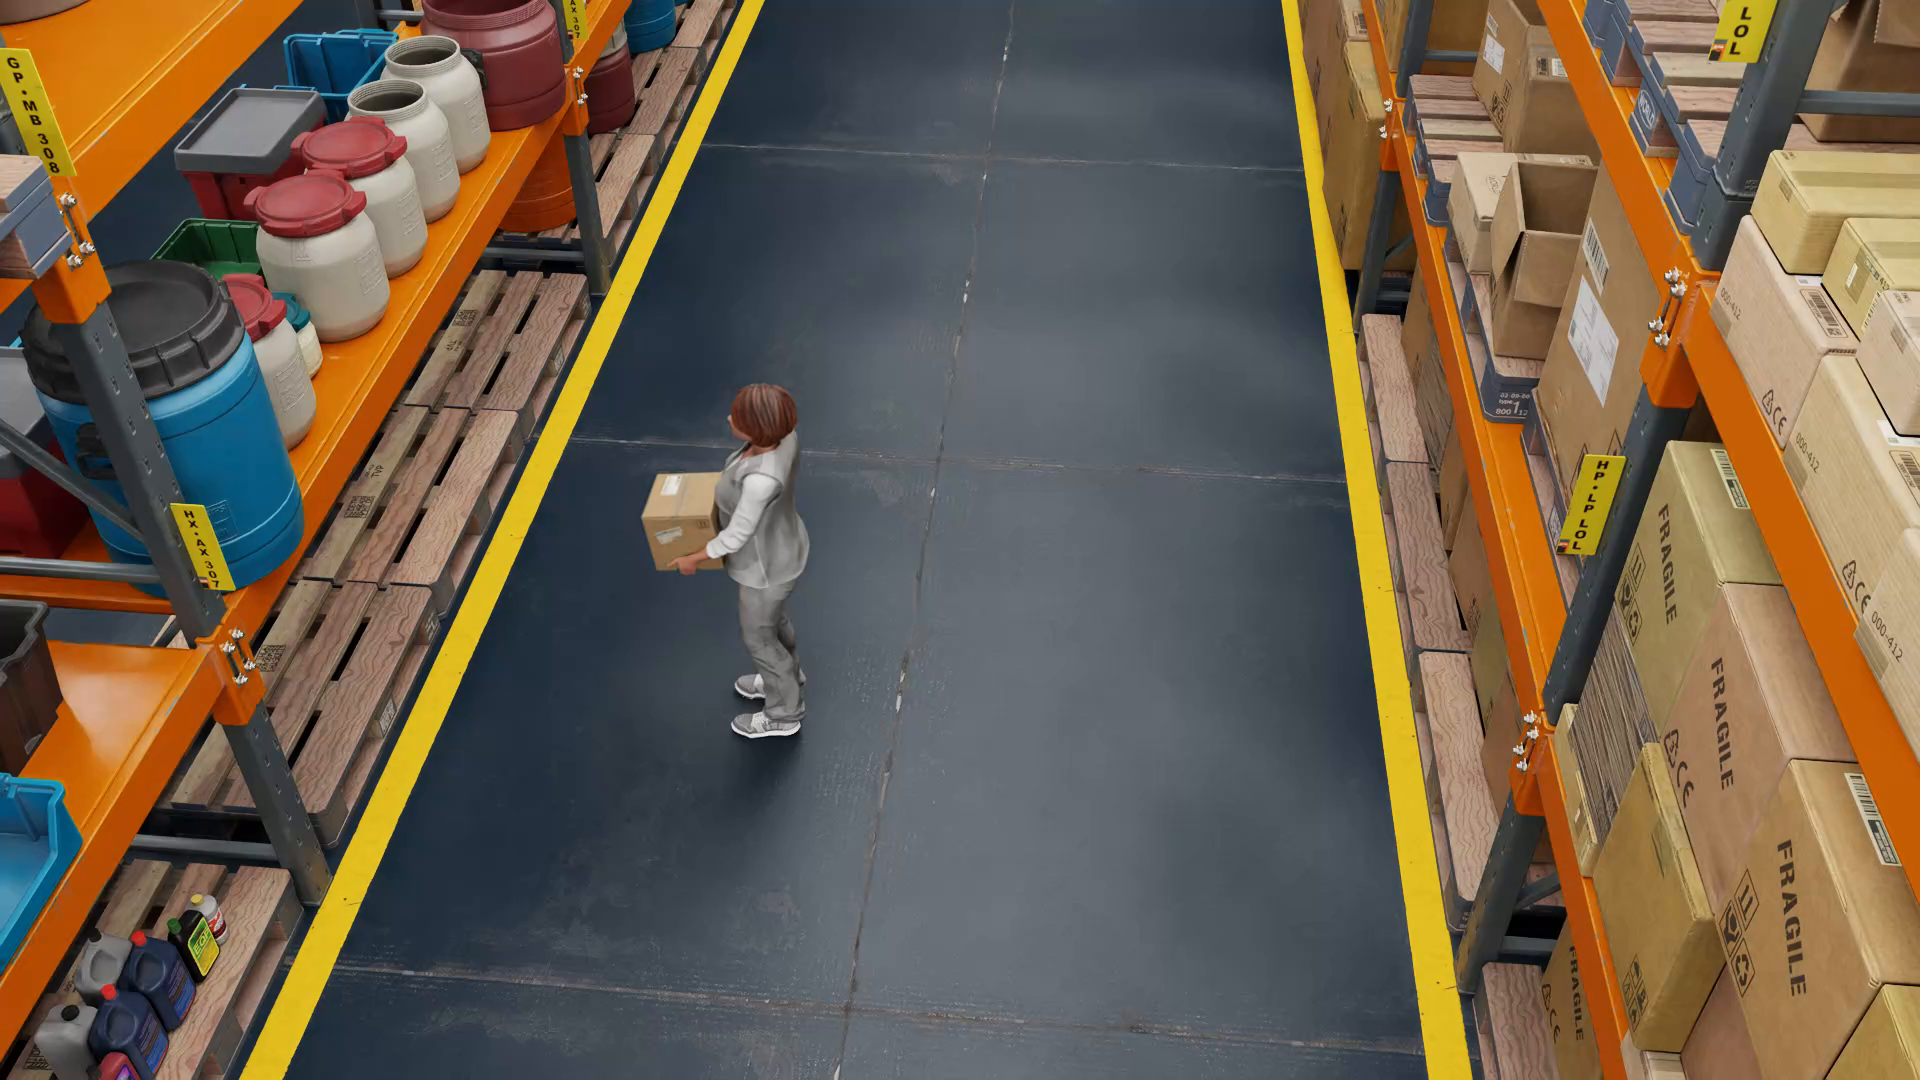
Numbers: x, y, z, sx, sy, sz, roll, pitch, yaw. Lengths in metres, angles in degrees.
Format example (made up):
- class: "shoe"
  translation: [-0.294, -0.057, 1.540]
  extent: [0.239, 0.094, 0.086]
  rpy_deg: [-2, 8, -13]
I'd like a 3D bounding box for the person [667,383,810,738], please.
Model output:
- class: "person"
  translation: [-0.794, 0.076, 6.076]
  extent: [0.488, 1.593, 0.412]
  rpy_deg: [3, 41, 4]
